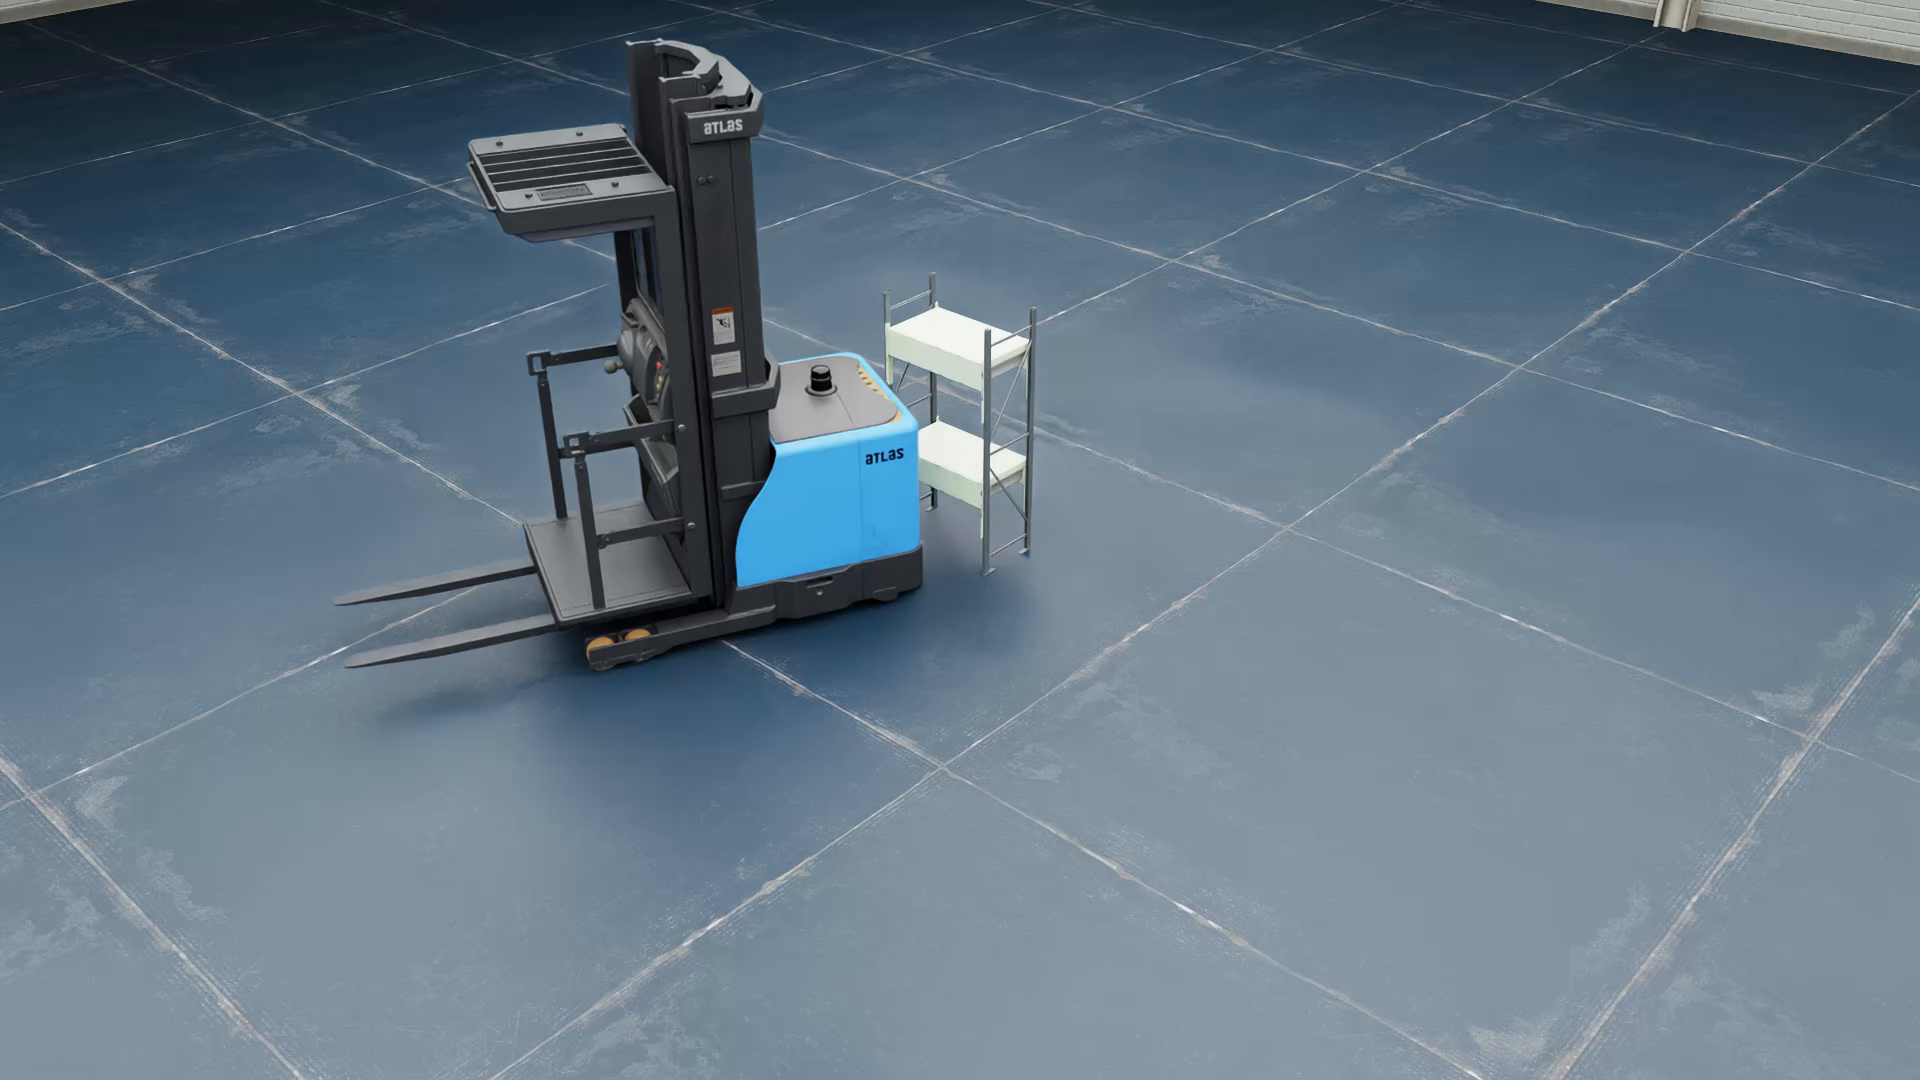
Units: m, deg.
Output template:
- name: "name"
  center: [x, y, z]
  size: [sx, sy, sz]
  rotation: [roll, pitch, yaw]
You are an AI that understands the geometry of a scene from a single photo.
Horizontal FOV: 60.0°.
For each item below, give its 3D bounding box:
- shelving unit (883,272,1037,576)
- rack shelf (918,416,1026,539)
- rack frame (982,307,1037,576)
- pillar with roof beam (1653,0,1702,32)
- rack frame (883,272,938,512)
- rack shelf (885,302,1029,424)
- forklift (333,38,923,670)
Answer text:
- name: "shelving unit"
  center: [-0.005, -0.645, 9.311]
  size: [0.755, 1.500, 0.431]
  rotation: [25, 39, 35]
- name: "rack shelf"
  center: [-0.005, -0.366, 9.480]
  size: [0.720, 0.370, 0.431]
  rotation: [25, 39, 35]
- name: "rack frame"
  center: [0.266, -0.518, 9.101]
  size: [0.023, 1.500, 0.400]
  rotation: [25, 39, 35]
- name: "pillar with roof beam"
  center: [5.661, -8.356, 14.850]
  size: [0.400, 9.000, 9.100]
  rotation: [25, 39, 35]
- name: "rack frame"
  center: [-0.276, -0.772, 9.522]
  size: [0.023, 1.500, 0.400]
  rotation: [25, 39, 35]
- name: "rack shelf"
  center: [-0.005, -0.979, 9.110]
  size: [0.720, 0.370, 0.431]
  rotation: [25, 39, 35]
- name: "forklift"
  center: [-1.772, -0.894, 8.338]
  size: [3.031, 2.935, 1.130]
  rotation: [-12, 33, -19]
